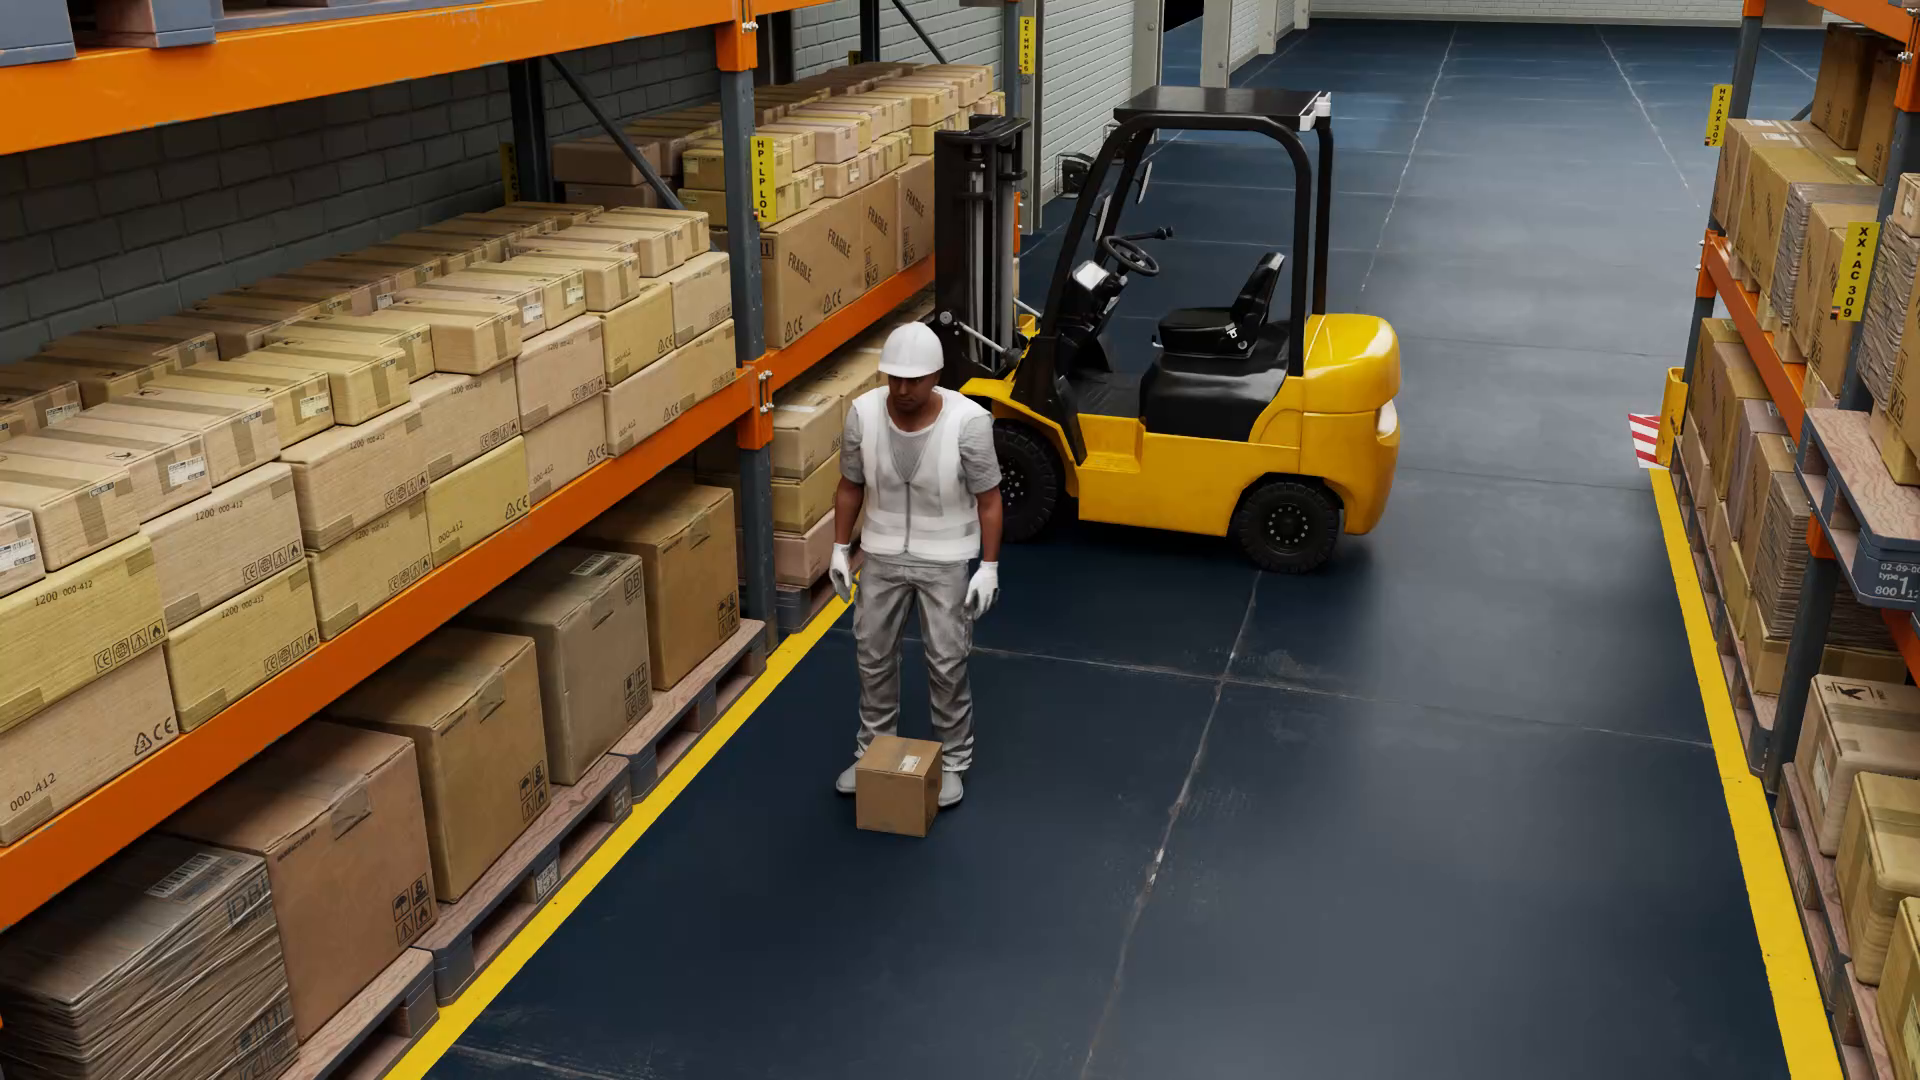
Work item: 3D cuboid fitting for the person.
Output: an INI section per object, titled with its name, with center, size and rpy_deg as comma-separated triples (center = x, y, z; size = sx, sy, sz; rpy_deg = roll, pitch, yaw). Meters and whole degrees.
[person]
center = -0.161, 0.087, 5.855
size = 0.620, 1.774, 0.453
rpy_deg = 6, 23, 15
